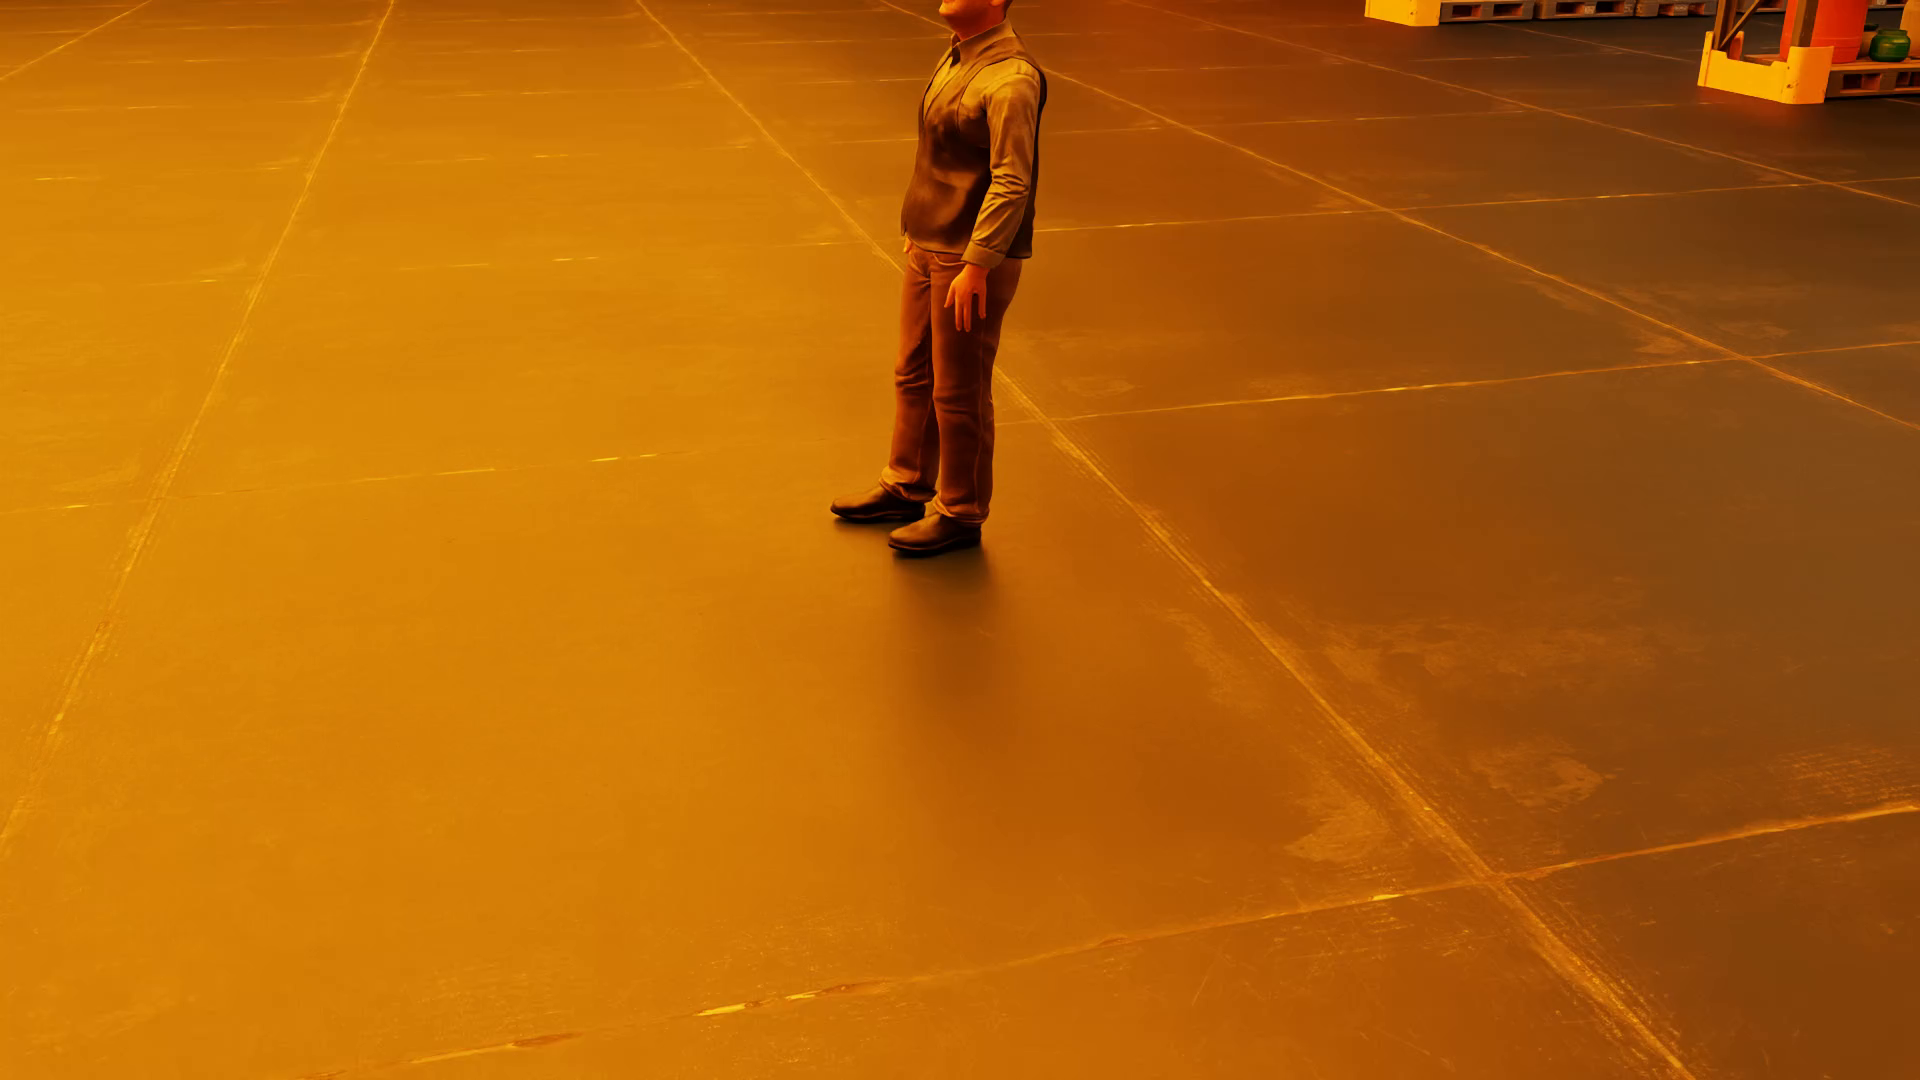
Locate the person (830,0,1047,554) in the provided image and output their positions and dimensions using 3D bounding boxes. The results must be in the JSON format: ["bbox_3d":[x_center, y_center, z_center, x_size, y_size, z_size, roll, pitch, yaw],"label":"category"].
[{"bbox_3d":[-0.062,-0.796,4.705,0.568,1.720,0.632,-6,24,-14],"label":"person"}]
